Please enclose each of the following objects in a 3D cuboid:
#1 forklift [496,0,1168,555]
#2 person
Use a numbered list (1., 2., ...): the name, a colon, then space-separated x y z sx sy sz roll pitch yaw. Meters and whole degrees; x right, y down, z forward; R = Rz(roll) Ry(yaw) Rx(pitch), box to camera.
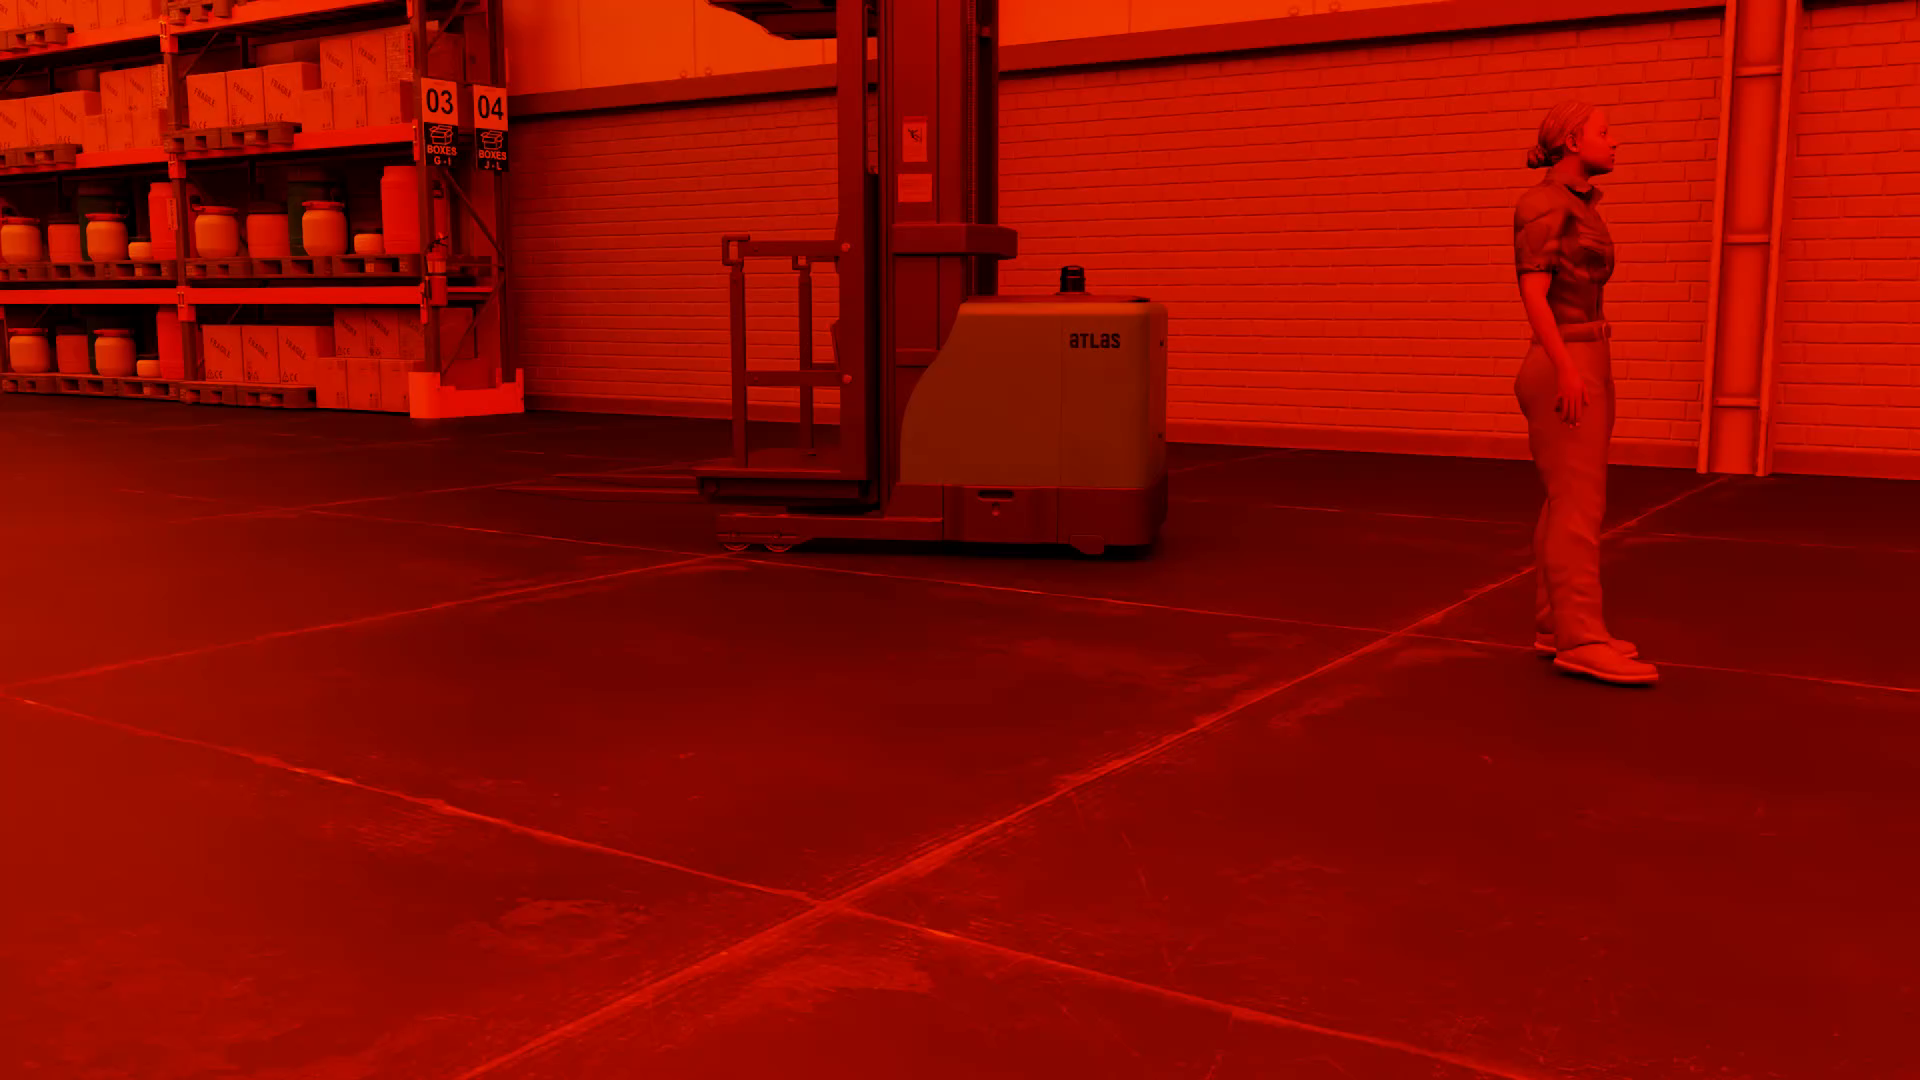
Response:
1. forklift: -0.596 -1.469 7.520 3.031 2.935 1.130 2 8 12
2. person: 1.874 -0.457 4.886 0.504 1.654 0.569 5 10 32
